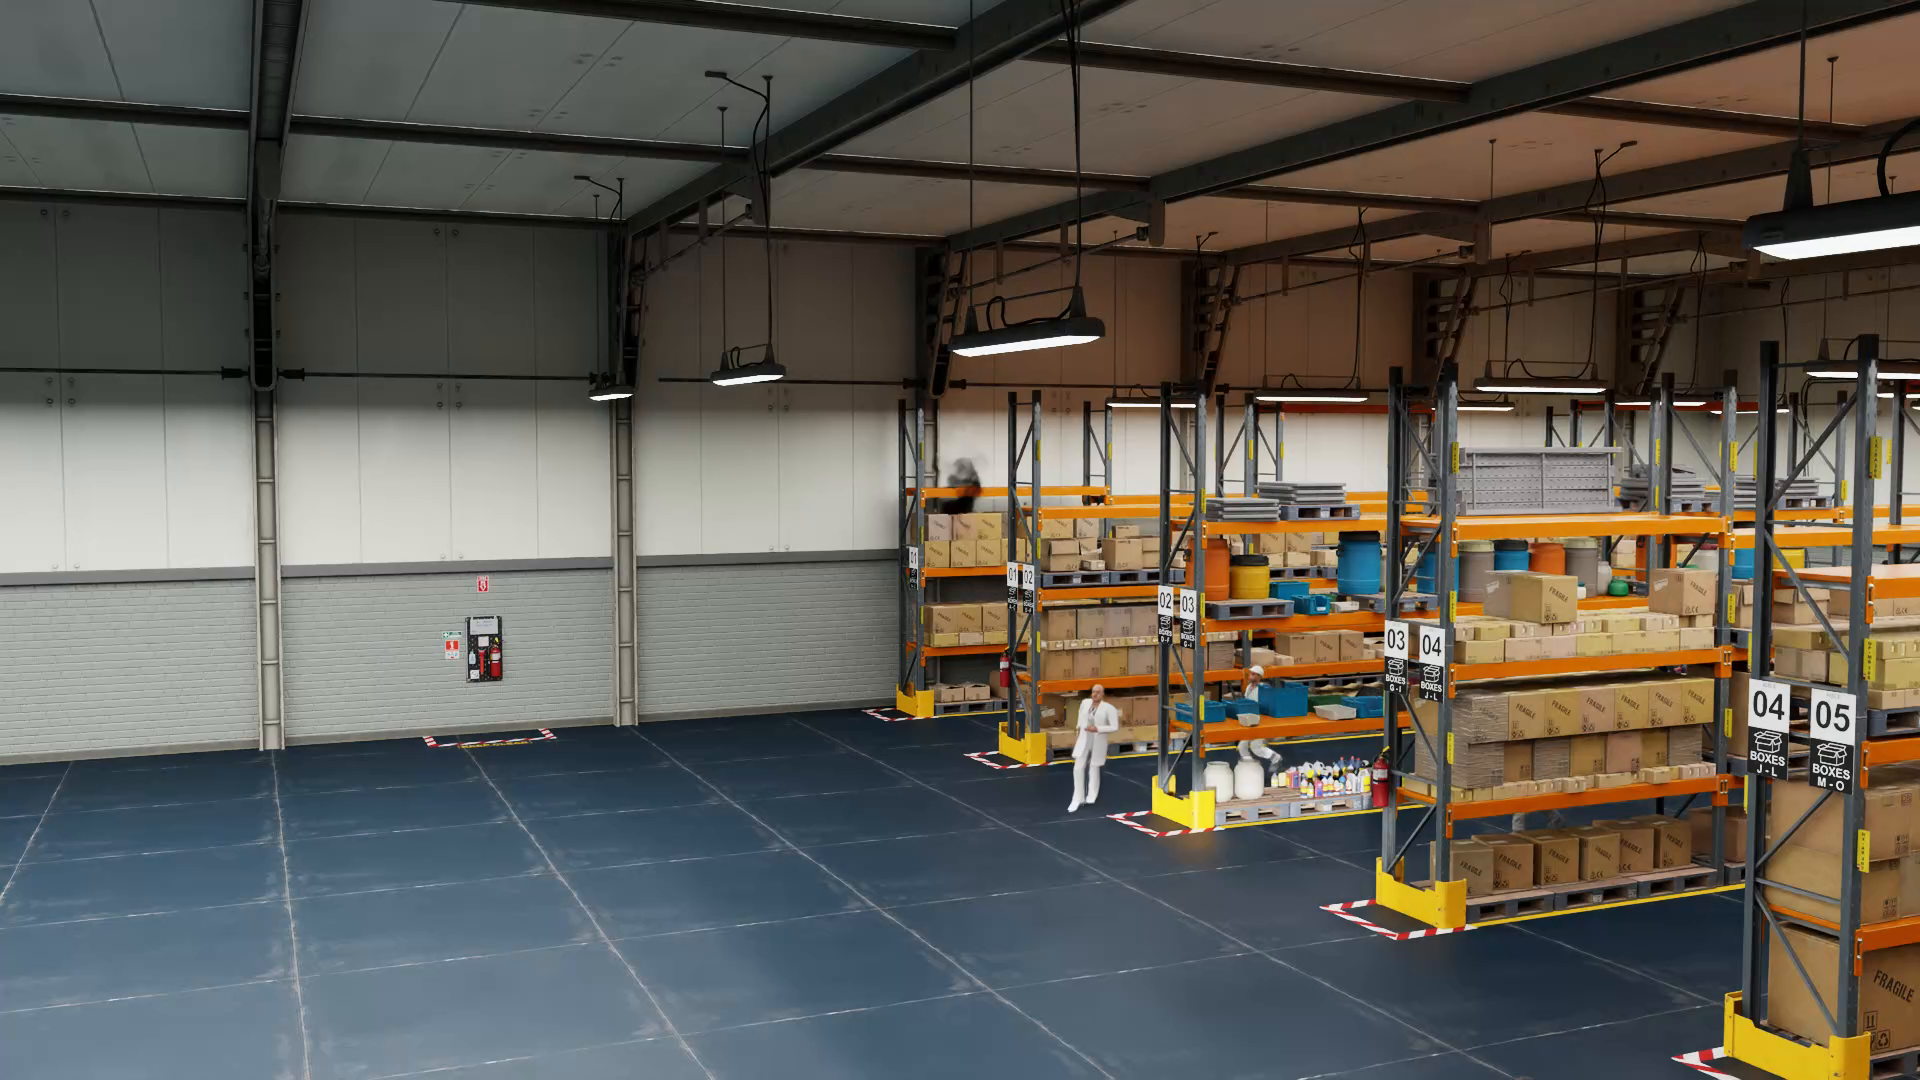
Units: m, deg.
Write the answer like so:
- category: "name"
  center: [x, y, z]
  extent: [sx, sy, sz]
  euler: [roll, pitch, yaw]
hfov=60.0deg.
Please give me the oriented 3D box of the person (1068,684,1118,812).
- category: "person"
  center: [1.937, 2.930, 23.438]
  extent: [0.688, 1.838, 0.795]
  euler: [1, 4, 23]

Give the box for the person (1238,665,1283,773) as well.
- category: "person"
  center: [4.557, 2.799, 25.460]
  extent: [0.835, 1.763, 0.667]
  euler: [-2, 4, -27]

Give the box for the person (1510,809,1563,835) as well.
- category: "person"
  center: [7.457, 3.014, 21.554]
  extent: [0.913, 1.795, 0.651]
  euler: [-1, 4, -24]
